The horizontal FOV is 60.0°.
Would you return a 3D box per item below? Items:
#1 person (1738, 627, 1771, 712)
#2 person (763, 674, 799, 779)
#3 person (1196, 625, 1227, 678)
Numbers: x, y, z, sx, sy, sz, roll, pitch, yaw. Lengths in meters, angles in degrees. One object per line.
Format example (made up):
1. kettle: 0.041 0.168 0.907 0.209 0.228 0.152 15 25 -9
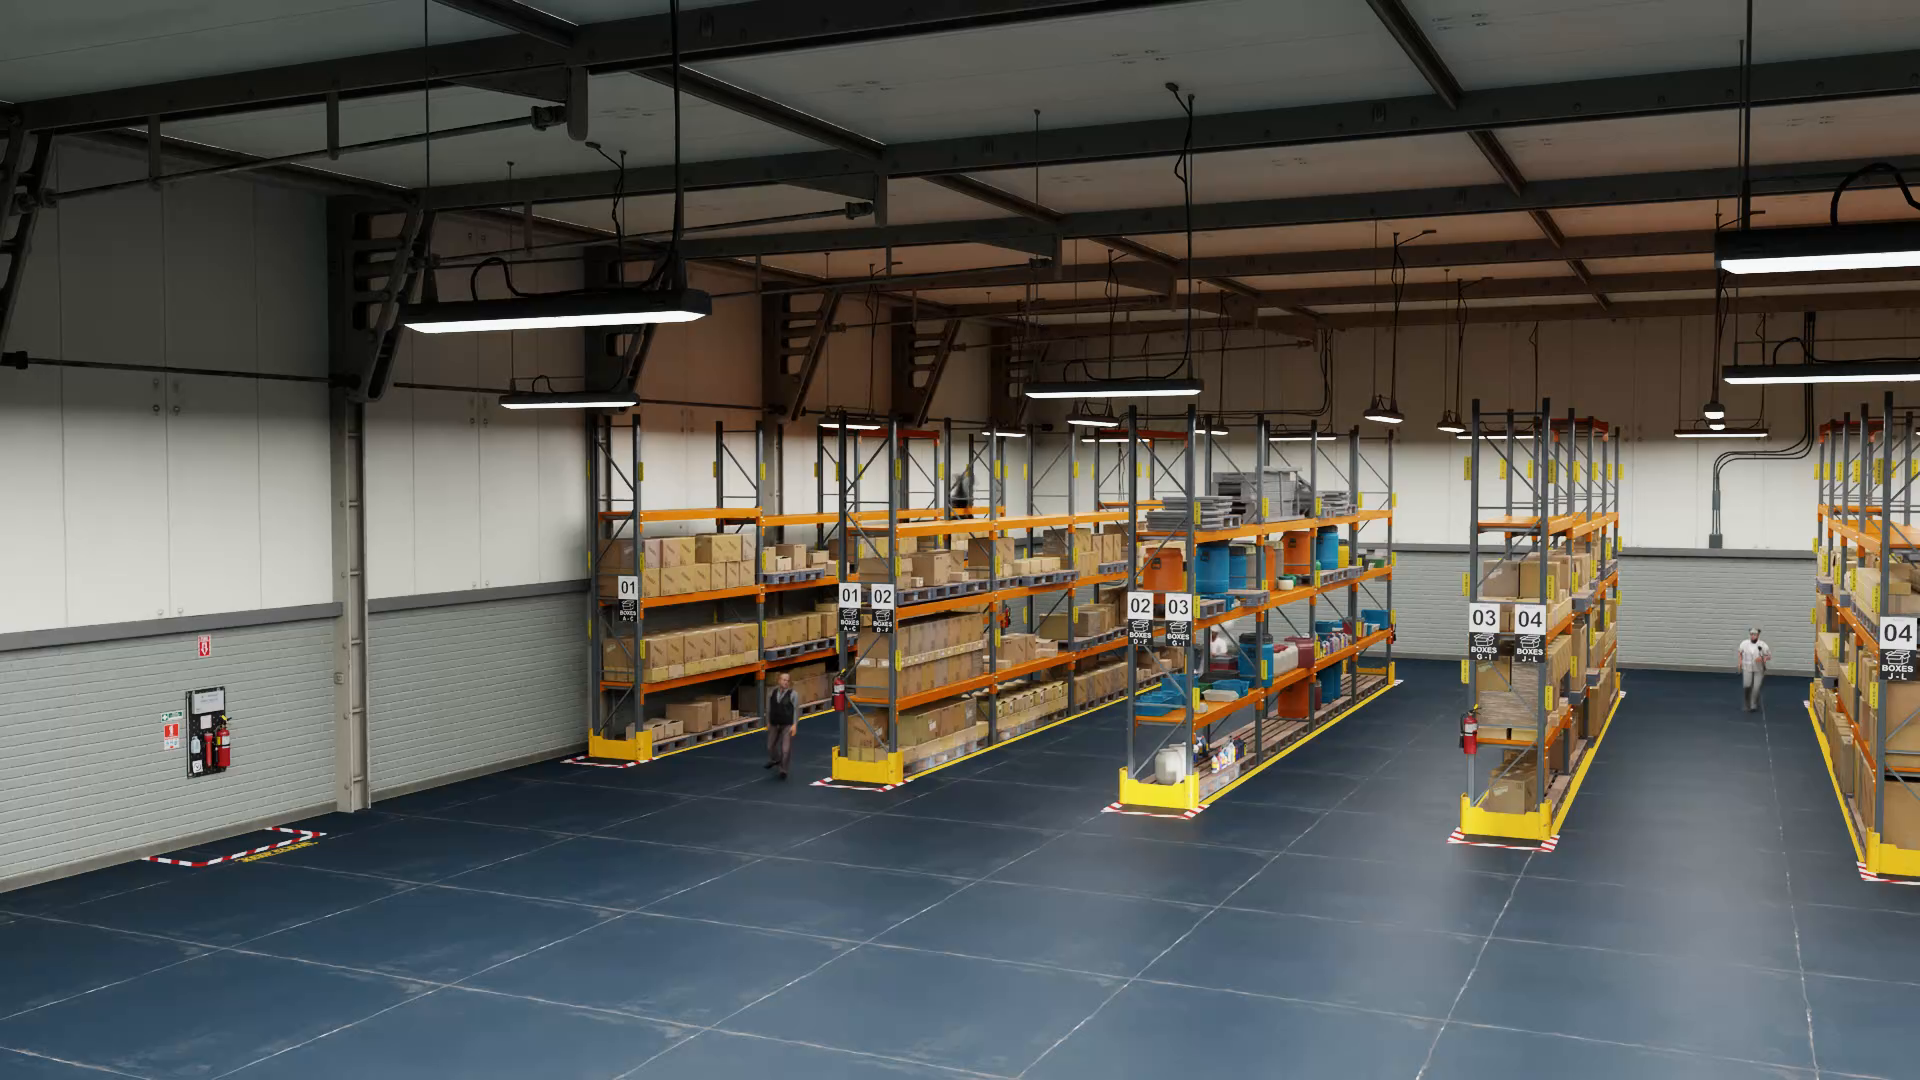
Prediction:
1. person: 16.490 2.702 34.541 0.627 1.786 0.700 1 3 27
2. person: -2.941 3.023 27.195 0.705 1.700 0.587 1 2 14
3. person: 5.374 2.661 35.481 0.744 1.717 0.953 2 3 39
